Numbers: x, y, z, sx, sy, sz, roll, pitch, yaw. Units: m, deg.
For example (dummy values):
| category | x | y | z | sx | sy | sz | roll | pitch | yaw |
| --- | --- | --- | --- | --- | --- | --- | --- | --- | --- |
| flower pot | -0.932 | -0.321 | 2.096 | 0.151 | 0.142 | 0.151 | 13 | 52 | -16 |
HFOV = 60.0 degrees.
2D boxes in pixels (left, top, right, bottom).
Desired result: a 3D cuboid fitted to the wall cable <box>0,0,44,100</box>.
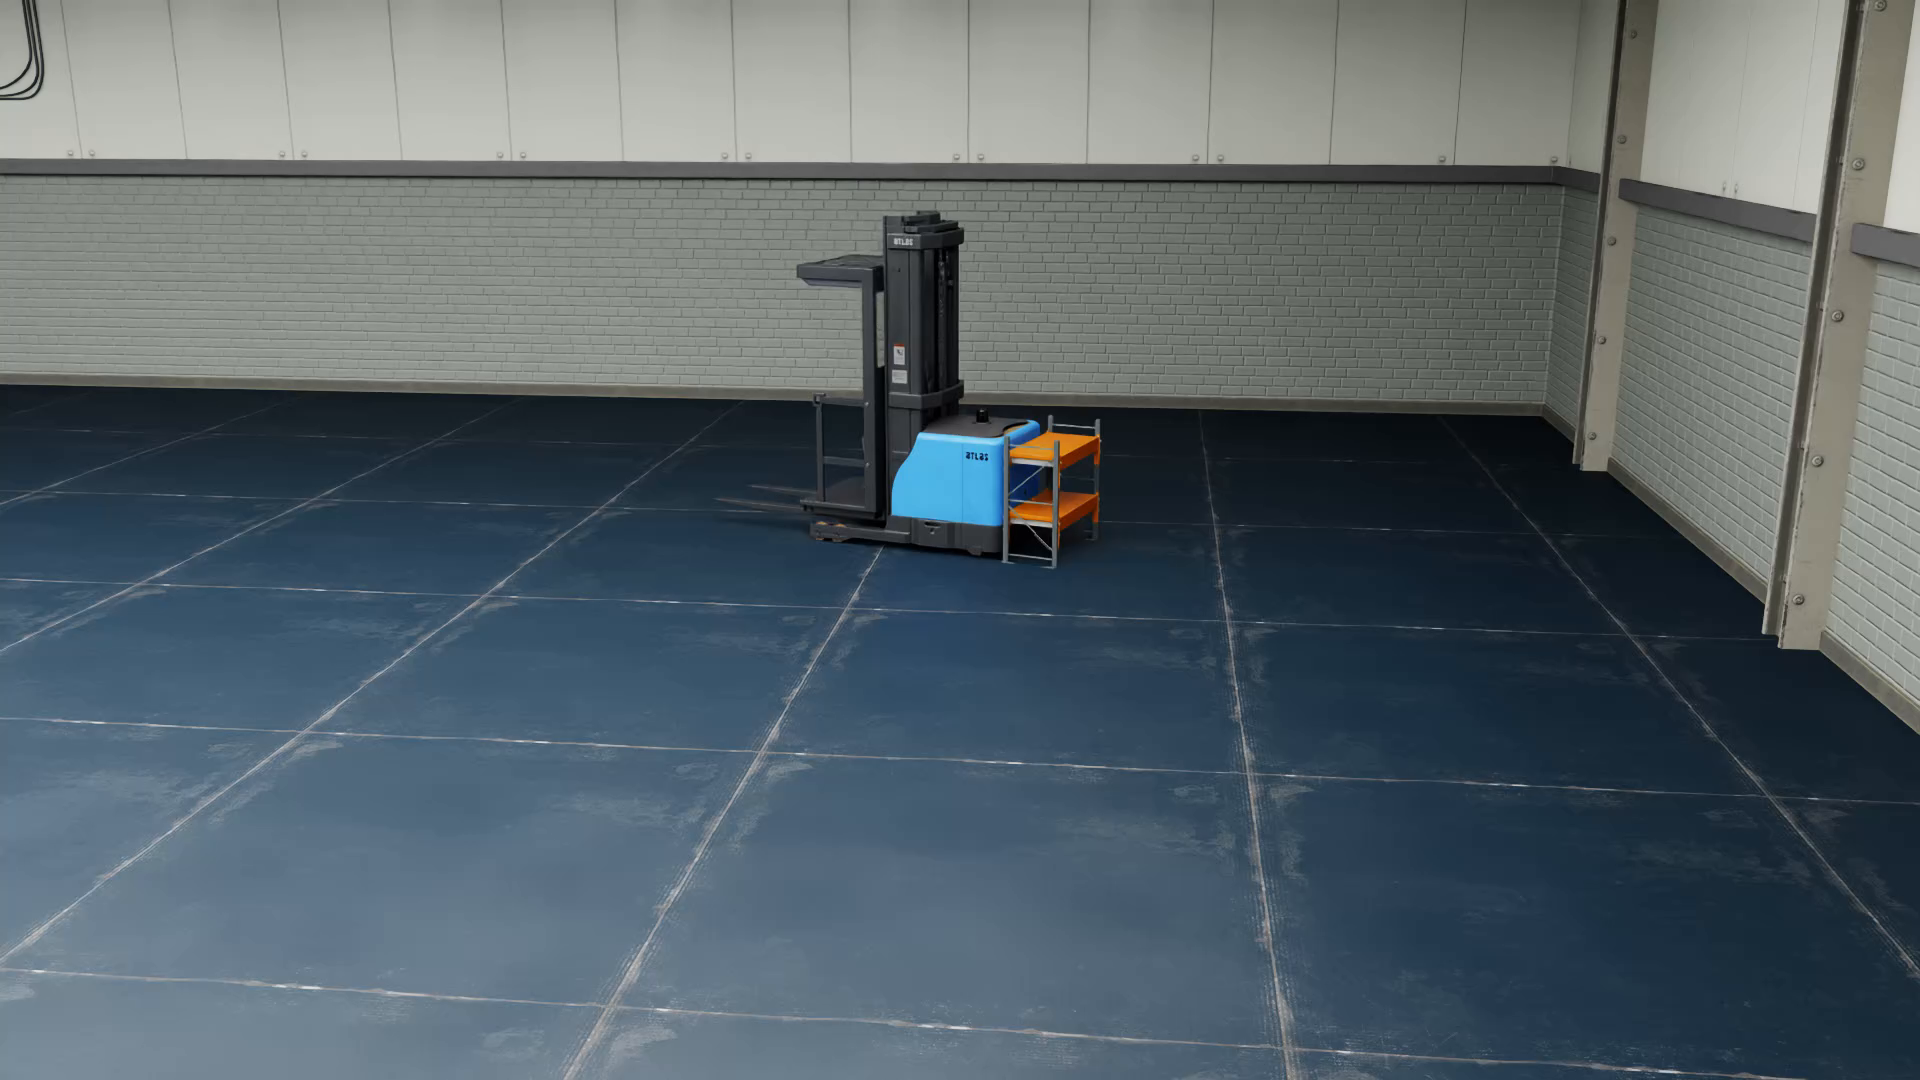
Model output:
| category | x | y | z | sx | sy | sz | roll | pitch | yaw |
| --- | --- | --- | --- | --- | --- | --- | --- | --- | --- |
| wall cable | -13.310 | -8.156 | 21.657 | 2.305 | 6.003 | 0.169 | 2 | 15 | 6 |

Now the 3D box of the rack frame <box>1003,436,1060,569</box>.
| category | x | y | z | sx | sy | sz | roll | pitch | yaw |
| --- | --- | --- | --- | --- | --- | --- | --- | --- | --- |
| rack frame | 0.609 | -0.321 | 14.282 | 0.500 | 1.125 | 0.032 | 7 | 17 | 24 |

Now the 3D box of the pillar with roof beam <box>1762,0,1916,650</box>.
| category | x | y | z | sx | sy | sz | roll | pitch | yaw |
| --- | --- | --- | --- | --- | --- | --- | --- | --- | --- |
| pillar with roof beam | 1.957 | -3.716 | 11.751 | 9.100 | 9.000 | 0.400 | 2 | 15 | 6 |

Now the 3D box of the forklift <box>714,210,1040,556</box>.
| category | x | y | z | sx | sy | sz | roll | pitch | yaw |
| --- | --- | --- | --- | --- | --- | --- | --- | --- | --- |
| forklift | -0.821 | -1.509 | 15.216 | 3.031 | 2.935 | 1.130 | 7 | 16 | 23 |

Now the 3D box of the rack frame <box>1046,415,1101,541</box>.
| category | x | y | z | sx | sy | sz | roll | pitch | yaw |
| --- | --- | --- | --- | --- | --- | --- | --- | --- | --- |
| rack frame | 1.032 | -0.562 | 15.174 | 0.500 | 1.125 | 0.032 | 7 | 17 | 24 |

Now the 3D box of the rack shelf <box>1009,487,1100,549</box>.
| category | x | y | z | sx | sy | sz | roll | pitch | yaw |
| --- | --- | --- | --- | --- | --- | --- | --- | --- | --- |
| rack shelf | 0.821 | -0.206 | 14.792 | 0.538 | 0.278 | 1.000 | 7 | 17 | 24 |

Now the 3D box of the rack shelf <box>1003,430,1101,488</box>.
| category | x | y | z | sx | sy | sz | roll | pitch | yaw |
| --- | --- | --- | --- | --- | --- | --- | --- | --- | --- |
| rack shelf | 0.821 | -0.724 | 14.652 | 0.538 | 0.278 | 1.000 | 7 | 17 | 24 |

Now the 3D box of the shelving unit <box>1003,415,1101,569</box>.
| category | x | y | z | sx | sy | sz | roll | pitch | yaw |
| --- | --- | --- | --- | --- | --- | --- | --- | --- | --- |
| shelving unit | 0.821 | -0.442 | 14.728 | 0.538 | 1.125 | 1.048 | 7 | 17 | 24 |

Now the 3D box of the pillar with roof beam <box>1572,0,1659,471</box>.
| category | x | y | z | sx | sy | sz | roll | pitch | yaw |
| --- | --- | --- | --- | --- | --- | --- | --- | --- | --- |
| pillar with roof beam | 2.634 | -5.272 | 17.506 | 9.100 | 9.000 | 0.400 | 2 | 15 | 6 |
